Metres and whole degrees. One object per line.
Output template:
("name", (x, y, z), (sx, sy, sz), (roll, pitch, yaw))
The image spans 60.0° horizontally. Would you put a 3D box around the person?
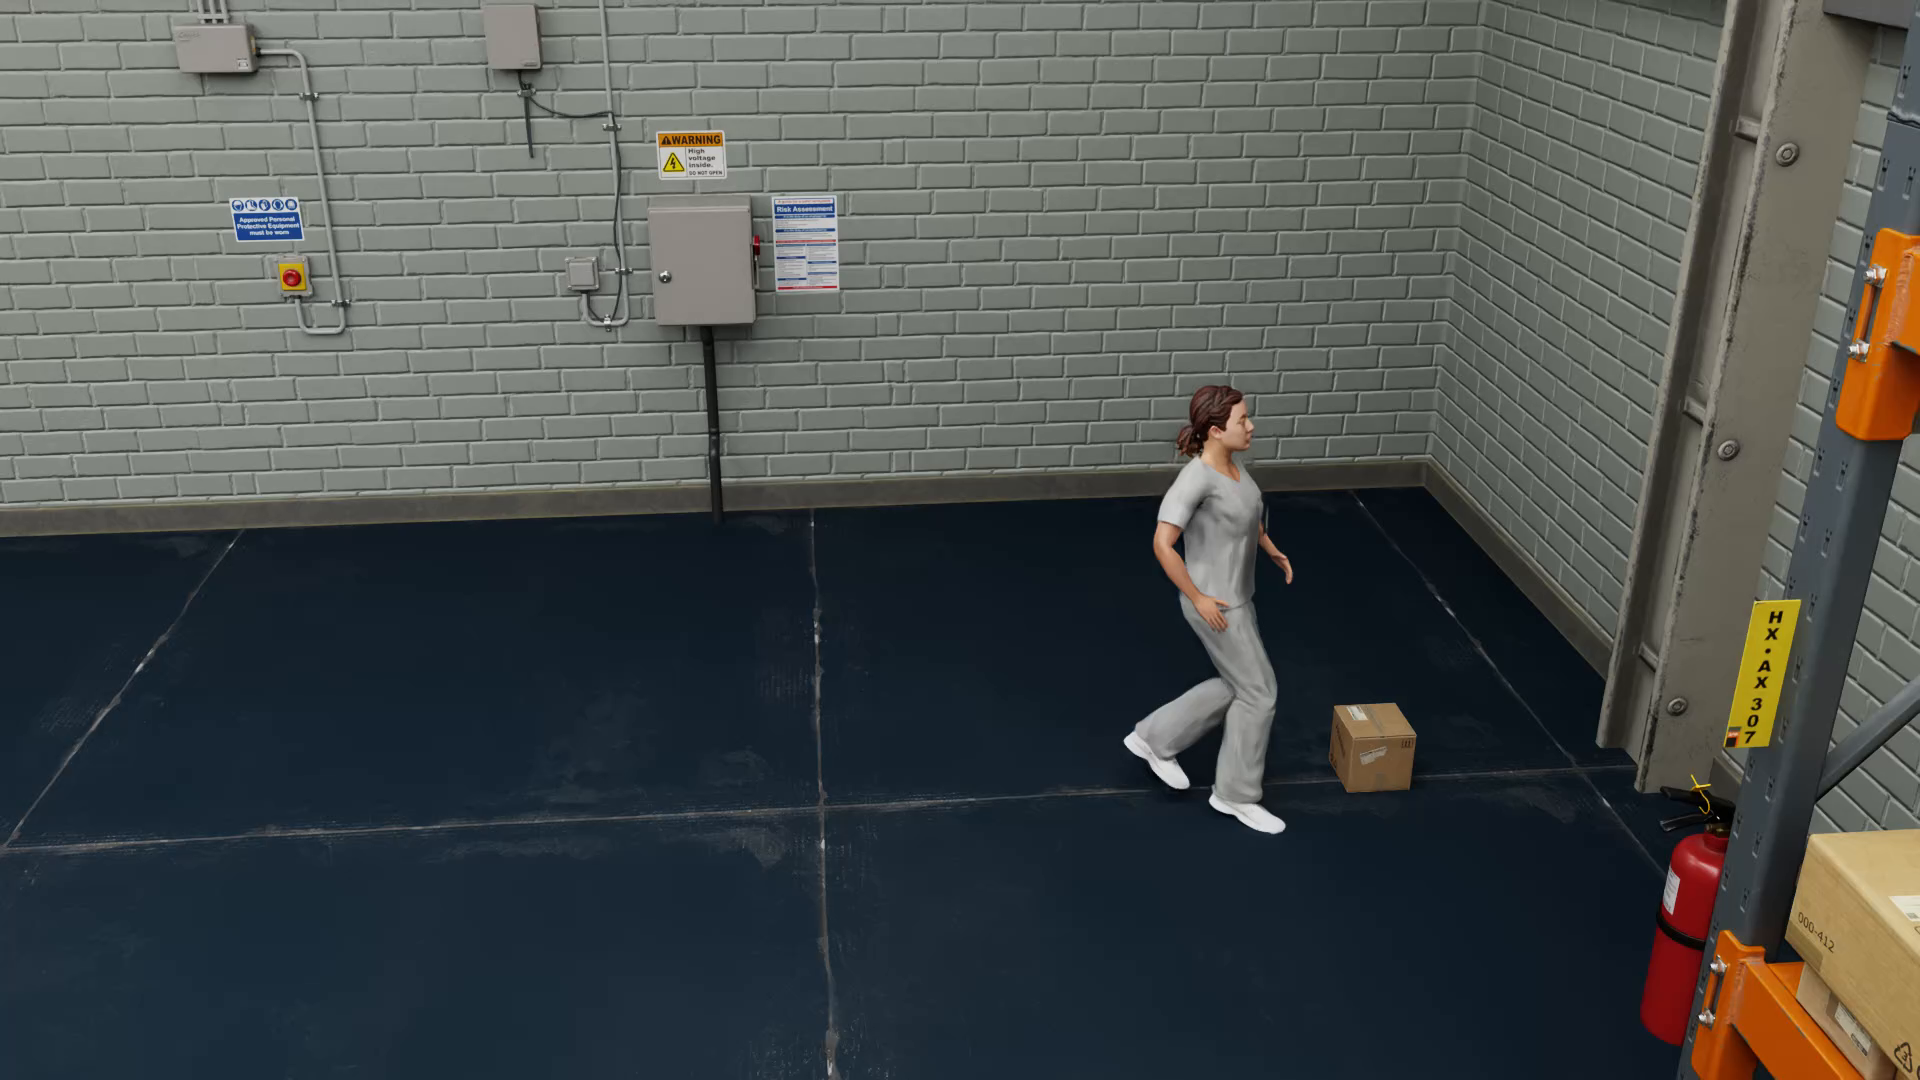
("person", (0.991, 0.226, 6.182), (0.676, 1.647, 0.618), (11, 26, 23))
